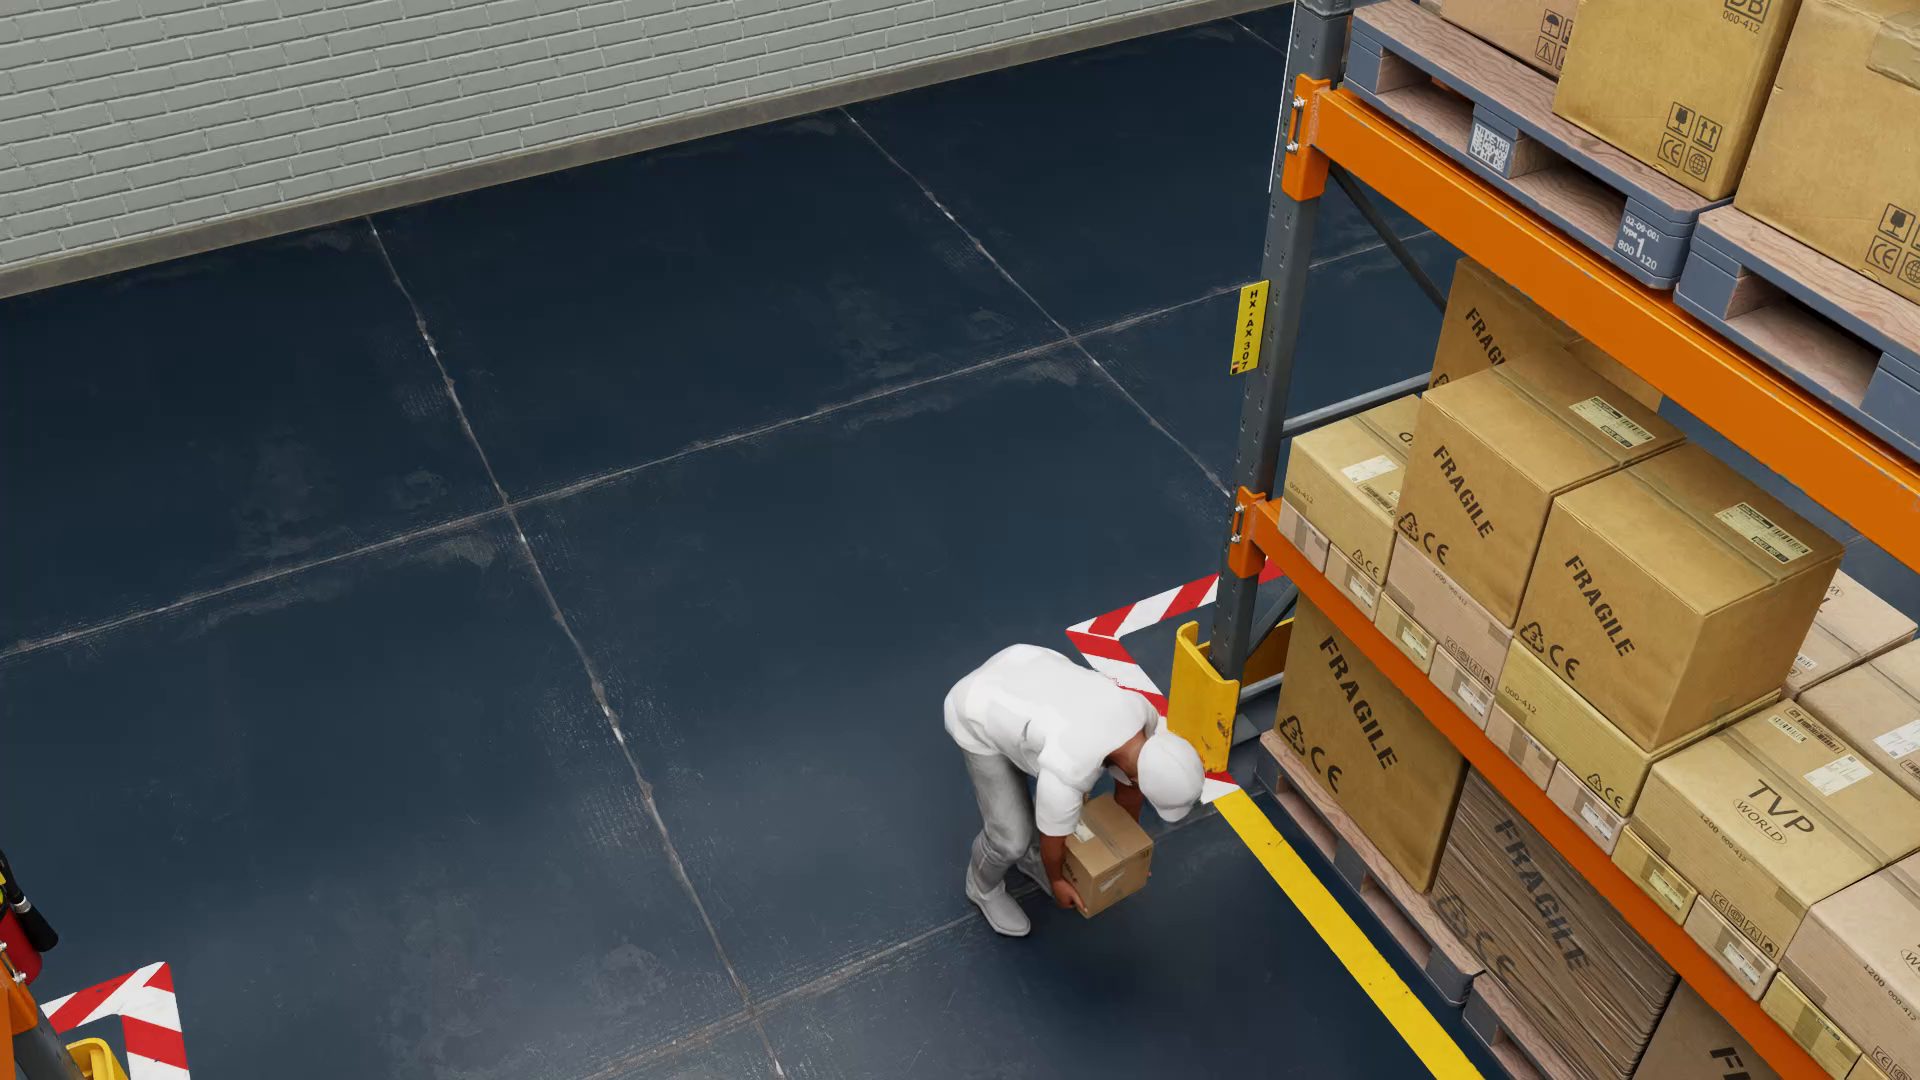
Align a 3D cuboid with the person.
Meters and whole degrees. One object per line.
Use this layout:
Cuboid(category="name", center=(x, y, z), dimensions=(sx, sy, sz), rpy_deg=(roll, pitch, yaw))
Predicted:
Cuboid(category="person", center=(0.379, 0.895, 5.509), dimensions=(0.472, 1.240, 0.956), rpy_deg=(-33, 50, -32))
